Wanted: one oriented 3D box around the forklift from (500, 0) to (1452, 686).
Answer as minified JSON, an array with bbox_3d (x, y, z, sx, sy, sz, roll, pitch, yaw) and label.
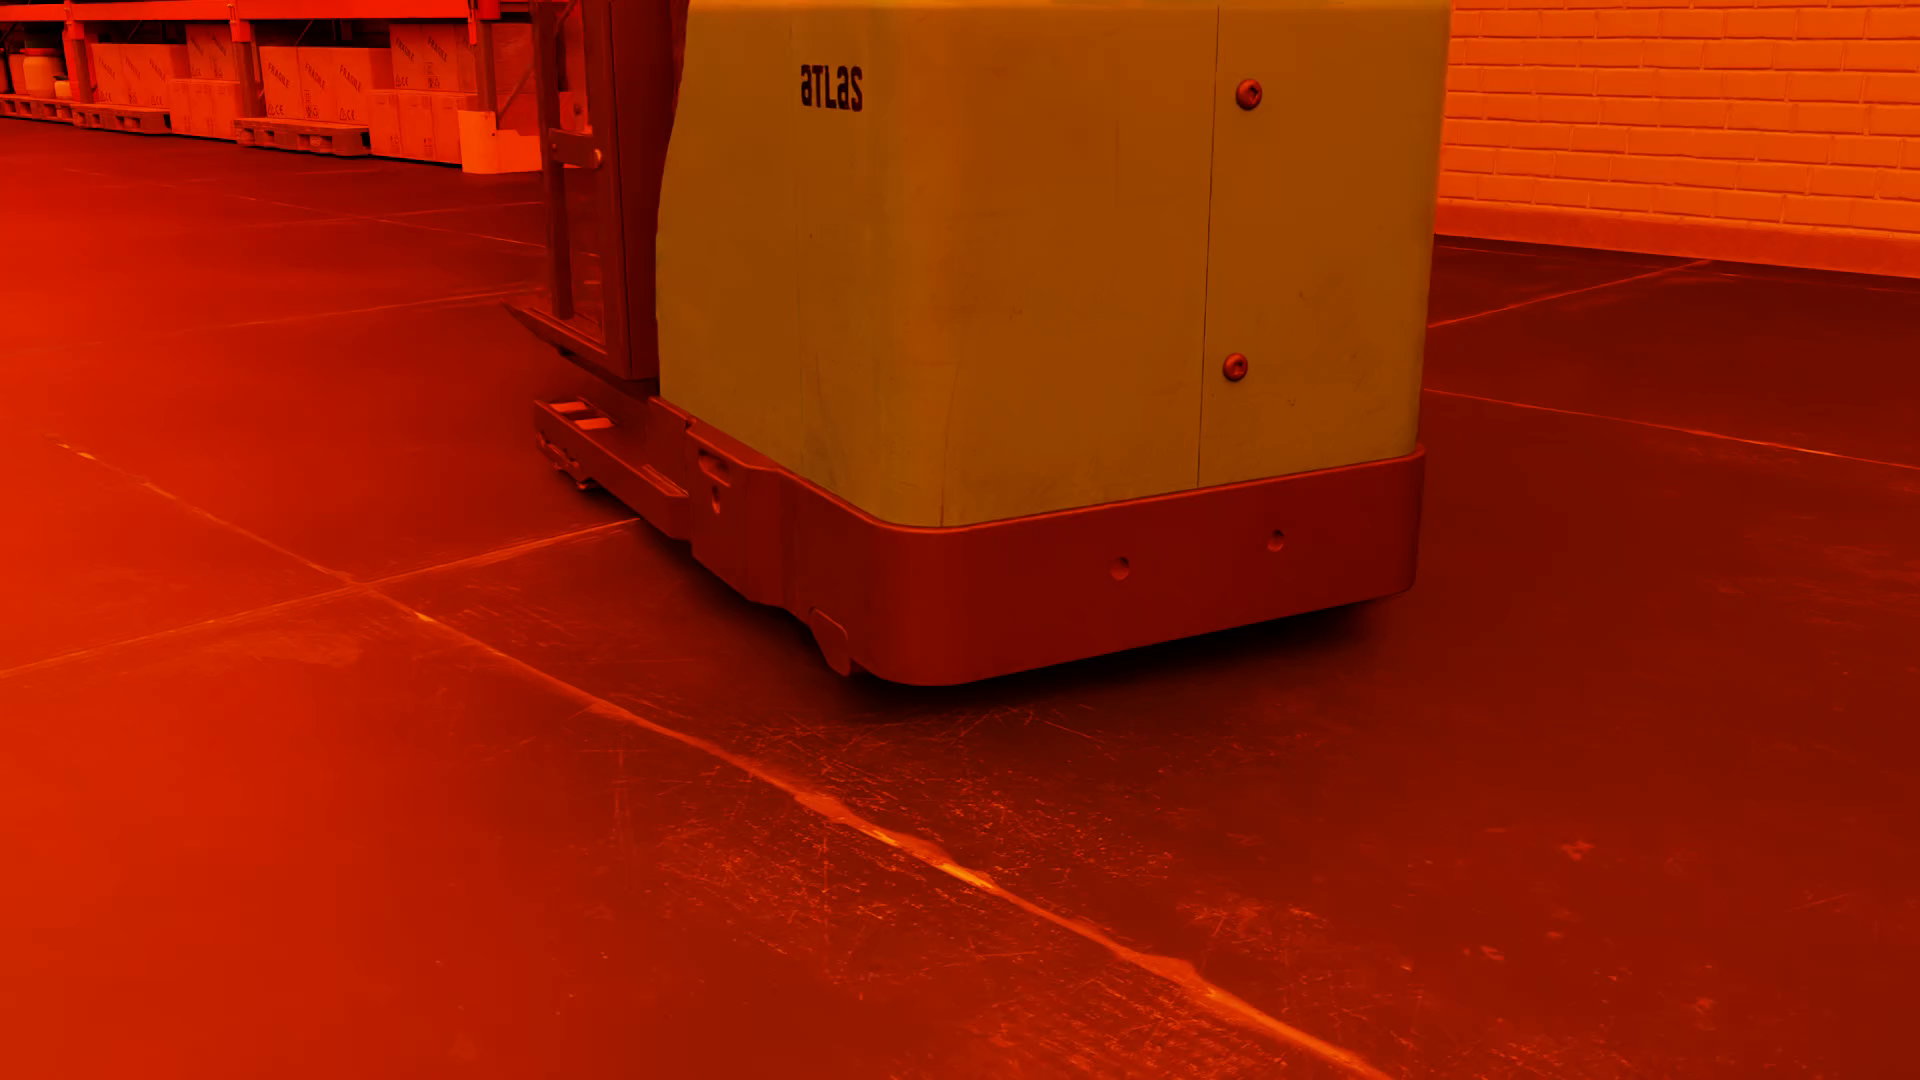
[{"bbox_3d":[-0.352,-1.569,3.510,1.130,2.935,3.031,-9,19,-27],"label":"forklift"}]
